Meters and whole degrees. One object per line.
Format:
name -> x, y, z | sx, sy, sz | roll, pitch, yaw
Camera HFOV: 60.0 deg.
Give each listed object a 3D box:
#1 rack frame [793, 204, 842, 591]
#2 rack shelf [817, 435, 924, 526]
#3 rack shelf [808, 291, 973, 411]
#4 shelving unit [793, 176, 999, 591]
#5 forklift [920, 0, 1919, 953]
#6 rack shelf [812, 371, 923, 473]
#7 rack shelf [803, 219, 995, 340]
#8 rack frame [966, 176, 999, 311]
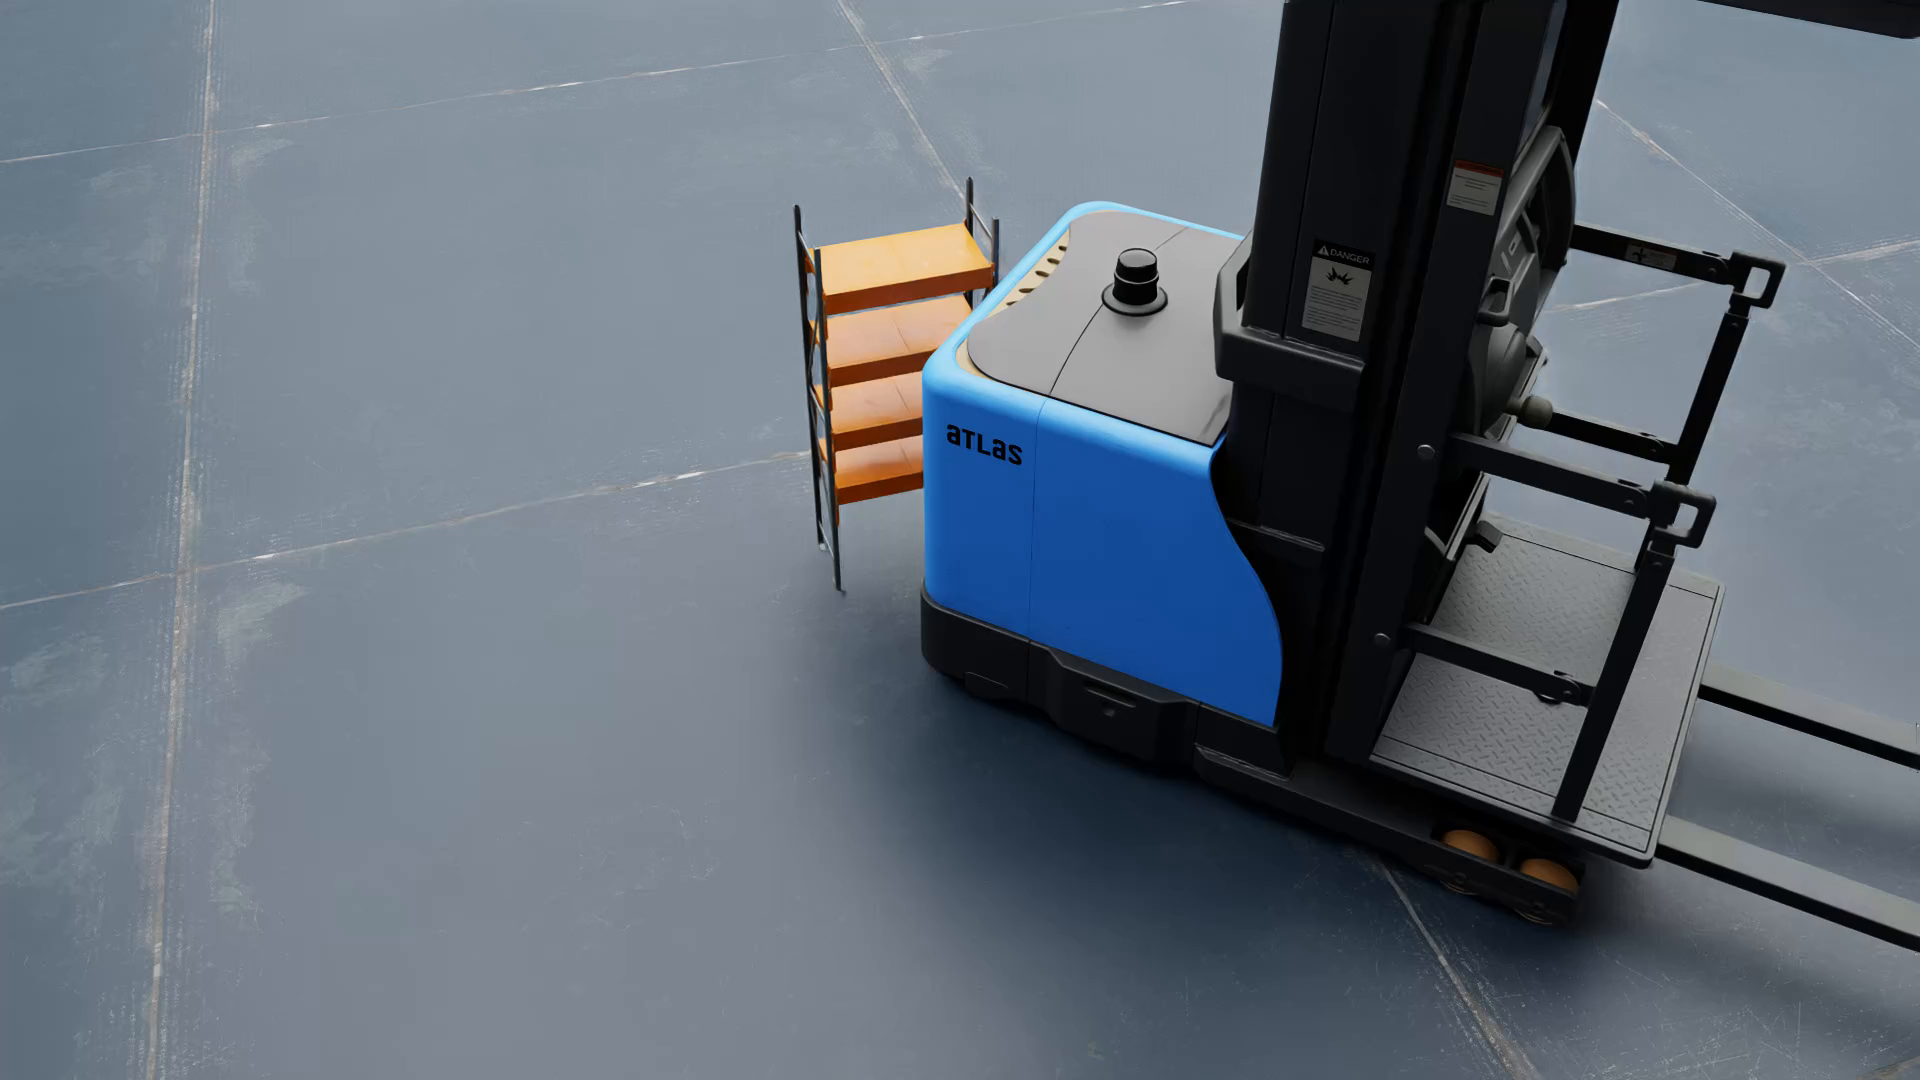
rack frame -> -0.405, -0.373, 4.764 | 0.015, 1.200, 0.240 | -12, 43, -14
rack shelf -> -0.173, -0.223, 4.996 | 0.480, 0.148, 0.258 | -12, 43, -14
rack shelf -> -0.172, -0.540, 4.718 | 0.480, 0.148, 0.258 | -12, 43, -14
shelving unit -> -0.172, -0.423, 4.821 | 0.503, 1.200, 0.258 | -12, 43, -14
forklift -> 1.435, -0.549, 3.650 | 3.031, 2.935, 1.130 | 19, 45, 21
rack shelf -> -0.173, -0.372, 4.865 | 0.480, 0.148, 0.258 | -12, 43, -14
rack shelf -> -0.172, -0.718, 4.562 | 0.480, 0.148, 0.258 | -12, 43, -14
rack frame -> 0.060, -0.472, 4.878 | 0.015, 1.200, 0.240 | -12, 43, -14
